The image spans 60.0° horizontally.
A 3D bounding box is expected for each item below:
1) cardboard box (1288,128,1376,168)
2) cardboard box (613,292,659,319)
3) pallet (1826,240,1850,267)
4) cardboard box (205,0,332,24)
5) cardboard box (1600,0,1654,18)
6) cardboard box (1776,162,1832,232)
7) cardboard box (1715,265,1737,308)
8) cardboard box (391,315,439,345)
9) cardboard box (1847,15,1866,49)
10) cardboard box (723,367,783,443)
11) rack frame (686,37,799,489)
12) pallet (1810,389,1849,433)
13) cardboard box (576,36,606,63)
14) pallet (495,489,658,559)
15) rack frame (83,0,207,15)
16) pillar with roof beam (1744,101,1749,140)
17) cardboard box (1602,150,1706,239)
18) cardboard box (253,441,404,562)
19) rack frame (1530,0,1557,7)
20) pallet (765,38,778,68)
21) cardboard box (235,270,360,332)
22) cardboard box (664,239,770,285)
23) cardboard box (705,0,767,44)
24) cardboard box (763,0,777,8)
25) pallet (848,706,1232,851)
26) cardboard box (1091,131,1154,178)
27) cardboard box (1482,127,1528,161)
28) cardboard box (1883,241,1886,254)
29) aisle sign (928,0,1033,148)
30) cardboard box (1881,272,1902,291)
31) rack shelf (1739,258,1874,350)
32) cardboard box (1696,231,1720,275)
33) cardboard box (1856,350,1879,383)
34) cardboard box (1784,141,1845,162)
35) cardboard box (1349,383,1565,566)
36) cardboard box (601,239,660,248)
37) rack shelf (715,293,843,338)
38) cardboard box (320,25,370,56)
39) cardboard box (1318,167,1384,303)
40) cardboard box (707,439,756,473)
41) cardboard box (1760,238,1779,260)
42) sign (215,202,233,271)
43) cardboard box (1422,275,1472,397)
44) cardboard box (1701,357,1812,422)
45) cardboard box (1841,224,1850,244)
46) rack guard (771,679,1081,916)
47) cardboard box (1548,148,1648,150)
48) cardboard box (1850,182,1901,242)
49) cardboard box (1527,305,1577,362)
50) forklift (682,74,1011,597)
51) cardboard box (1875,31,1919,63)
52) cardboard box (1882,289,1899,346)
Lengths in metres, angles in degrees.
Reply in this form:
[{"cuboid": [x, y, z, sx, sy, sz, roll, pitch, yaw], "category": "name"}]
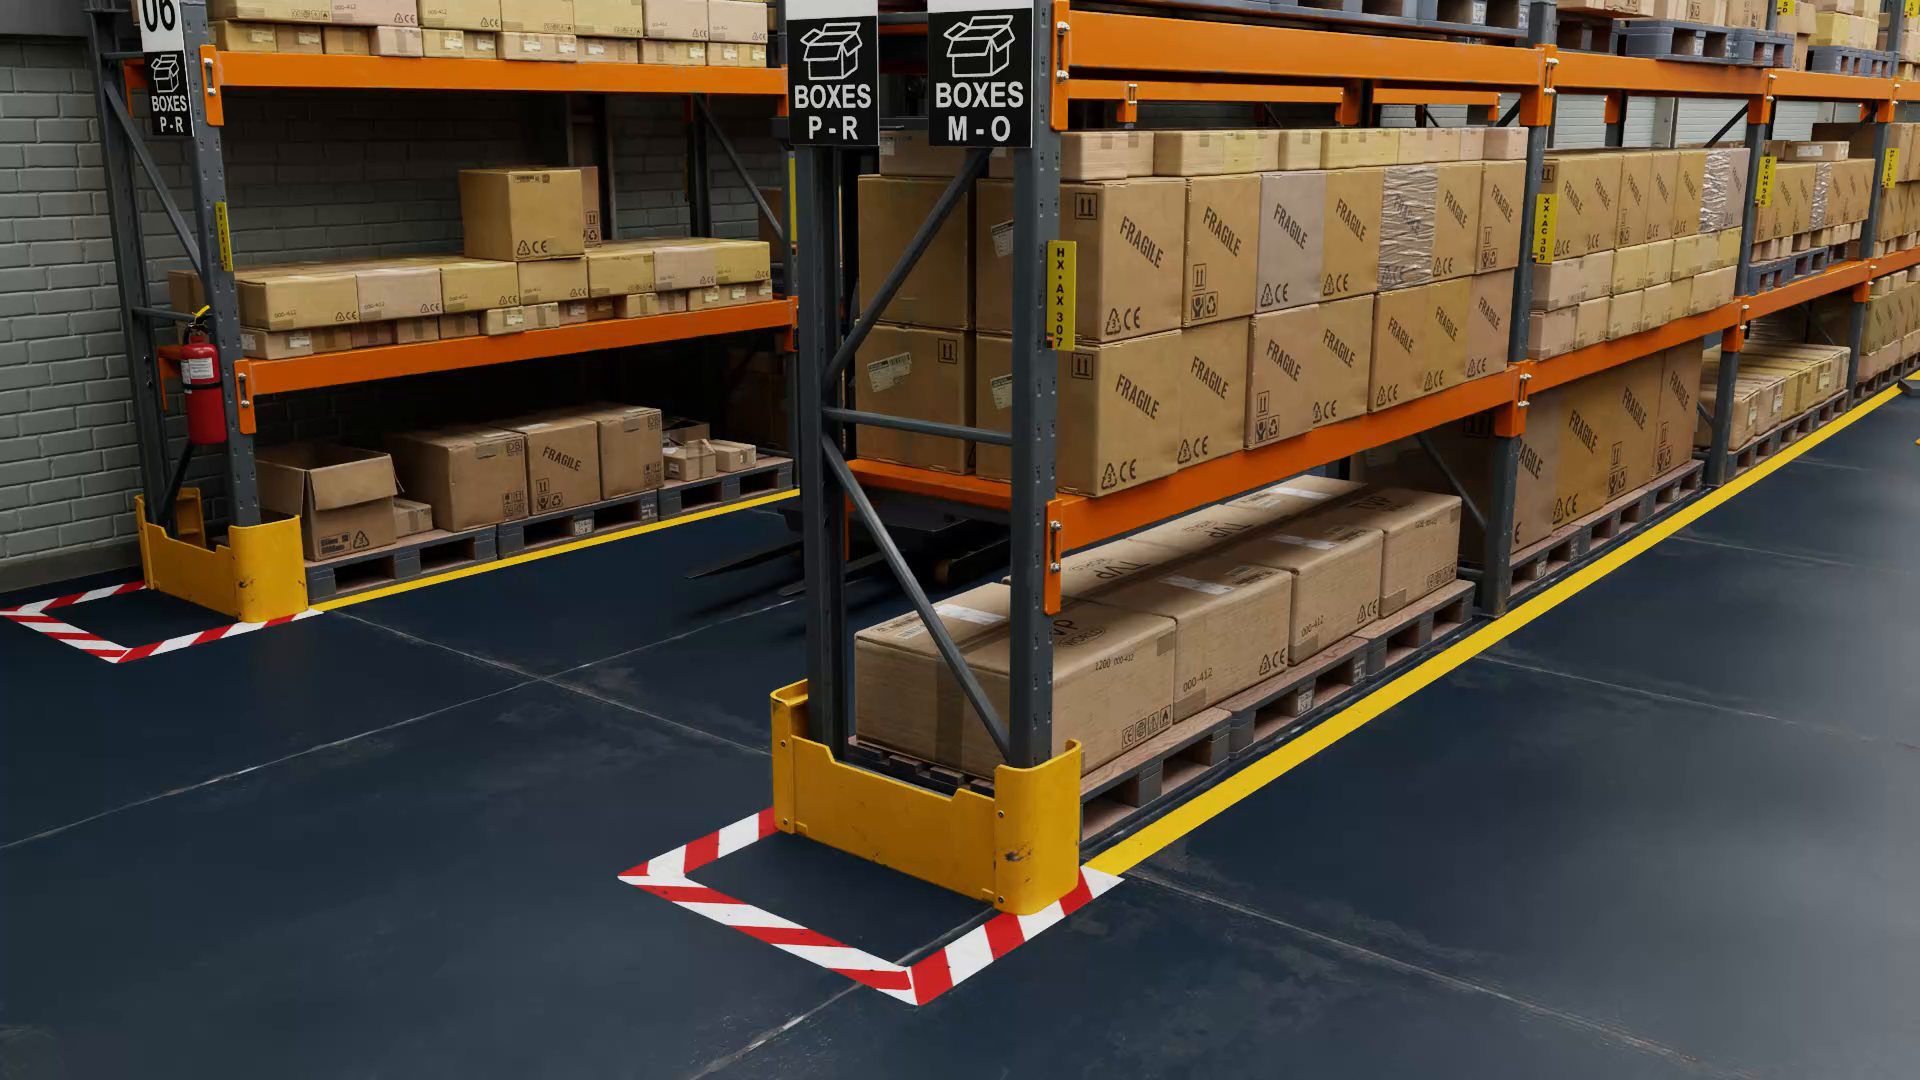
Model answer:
[{"cuboid": [1.449, -1.585, 6.719, 0.380, 0.149, 0.250, 11, 18, 38], "category": "cardboard box"}, {"cuboid": [-2.092, -1.470, 10.327, 0.380, 0.149, 0.250, 11, 18, 37], "category": "cardboard box"}, {"cuboid": [6.825, -2.446, 14.047, 1.003, 0.211, 1.213, 11, 18, 38], "category": "pallet"}, {"cuboid": [-3.495, -2.700, 8.266, 0.500, 0.250, 0.500, 11, 18, 37], "category": "cardboard box"}, {"cuboid": [3.458, -2.863, 8.829, 0.380, 0.166, 0.250, 10, 17, 34], "category": "cardboard box"}, {"cuboid": [6.338, -2.641, 12.767, 0.500, 0.500, 0.500, 10, 18, 35], "category": "cardboard box"}, {"cuboid": [4.789, -1.687, 10.975, 0.500, 0.250, 0.500, 10, 18, 36], "category": "cardboard box"}, {"cuboid": [-3.098, -1.181, 9.190, 0.380, 0.149, 0.250, 12, 19, 39], "category": "cardboard box"}, {"cuboid": [6.842, -4.017, 13.202, 0.500, 0.250, 0.500, 12, 18, 38], "category": "cardboard box"}, {"cuboid": [-1.394, -1.030, 12.308, 0.500, 0.500, 0.500, 11, 18, 37], "category": "cardboard box"}, {"cuboid": [-1.473, -1.898, 11.501, 1.000, 3.000, 0.127, 11, 18, 38], "category": "rack frame"}, {"cuboid": [6.930, -1.162, 14.267, 1.003, 0.211, 1.213, 11, 18, 38], "category": "pallet"}, {"cuboid": [-2.303, -2.877, 9.772, 0.380, 0.149, 0.250, 11, 18, 38], "category": "cardboard box"}, {"cuboid": [-2.671, -0.180, 10.404, 1.003, 0.211, 1.213, 11, 18, 38], "category": "pallet"}, {"cuboid": [-3.987, -4.039, 7.747, 1.000, 3.000, 0.127, 11, 18, 38], "category": "rack frame"}, {"cuboid": [19.592, -9.891, 30.780, 9.100, 9.000, 0.400, 11, 18, 38], "category": "pillar with roof beam"}, {"cuboid": [4.150, -2.096, 10.049, 0.500, 0.500, 0.500, 11, 18, 38], "category": "cardboard box"}, {"cuboid": [-3.528, -0.228, 9.145, 0.797, 0.503, 0.637, 10, 18, 35], "category": "cardboard box"}, {"cuboid": [2.391, -4.038, 7.742, 1.000, 3.000, 0.127, 11, 18, 38], "category": "rack frame"}, {"cuboid": [-1.008, -3.375, 11.604, 1.213, 0.211, 1.003, 11, 18, 38], "category": "pallet"}, {"cuboid": [-3.492, -1.248, 8.645, 0.500, 0.250, 0.500, 11, 18, 38], "category": "cardboard box"}, {"cuboid": [-1.603, -1.834, 10.951, 0.500, 0.250, 0.500, 12, 18, 39], "category": "cardboard box"}, {"cuboid": [-1.581, -3.292, 10.597, 0.500, 0.250, 0.500, 11, 18, 38], "category": "cardboard box"}, {"cuboid": [-1.375, -3.701, 11.359, 0.380, 0.149, 0.250, 11, 18, 37], "category": "cardboard box"}, {"cuboid": [0.318, 0.822, 6.459, 1.003, 0.211, 1.213, 11, 18, 38], "category": "pallet"}, {"cuboid": [0.424, -1.298, 5.589, 0.380, 0.149, 0.250, 12, 18, 39], "category": "cardboard box"}, {"cuboid": [2.445, -1.870, 7.839, 0.380, 0.149, 0.250, 11, 18, 36], "category": "cardboard box"}, {"cuboid": [8.128, -2.663, 15.025, 0.380, 0.149, 0.250, 11, 18, 37], "category": "cardboard box"}, {"cuboid": [0.057, -1.566, 4.914, 0.394, 0.787, 0.004, 11, 18, 38], "category": "aisle sign"}, {"cuboid": [8.446, -2.396, 15.352, 0.380, 0.149, 0.250, 12, 19, 40], "category": "cardboard box"}, {"cuboid": [6.162, -1.931, 13.092, 1.077, 0.370, 4.000, 11, 18, 38], "category": "rack shelf"}, {"cuboid": [4.478, -1.835, 10.544, 0.500, 0.250, 0.500, 11, 18, 36], "category": "cardboard box"}, {"cuboid": [7.999, -1.604, 15.078, 0.500, 0.250, 0.500, 10, 17, 35], "category": "cardboard box"}, {"cuboid": [6.727, -3.059, 13.097, 0.380, 0.149, 0.250, 10, 18, 35], "category": "cardboard box"}, {"cuboid": [2.718, -0.435, 9.206, 0.875, 0.875, 0.875, 12, 19, 39], "category": "cardboard box"}, {"cuboid": [-2.304, -1.819, 10.892, 0.500, 0.250, 0.500, 11, 18, 37], "category": "cardboard box"}, {"cuboid": [-0.216, -1.932, 13.097, 1.077, 0.370, 4.000, 11, 18, 38], "category": "rack shelf"}, {"cuboid": [-3.287, -2.590, 8.643, 0.380, 0.149, 0.250, 11, 18, 38], "category": "cardboard box"}, {"cuboid": [1.349, -1.241, 6.681, 0.500, 0.500, 0.500, 11, 18, 38], "category": "cardboard box"}, {"cuboid": [-1.594, -0.567, 11.202, 0.380, 0.149, 0.250, 11, 18, 36], "category": "cardboard box"}, {"cuboid": [5.665, -2.106, 11.978, 0.380, 0.149, 0.250, 10, 17, 34], "category": "cardboard box"}, {"cuboid": [-3.564, -1.467, 8.049, 0.100, 0.325, 0.005, 11, 18, 38], "category": "sign"}, {"cuboid": [1.979, -0.951, 7.571, 0.500, 0.500, 0.500, 11, 18, 36], "category": "cardboard box"}, {"cuboid": [6.206, -1.220, 13.317, 0.950, 0.372, 0.625, 12, 19, 39], "category": "cardboard box"}, {"cuboid": [6.996, -2.500, 13.530, 0.380, 0.149, 0.250, 11, 18, 37], "category": "cardboard box"}, {"cuboid": [-0.139, 0.852, 5.755, 1.175, 0.500, 0.348, 11, 18, 38], "category": "rack guard"}, {"cuboid": [4.100, -2.276, 10.758, 0.500, 0.500, 0.500, 11, 18, 38], "category": "cardboard box"}, {"cuboid": [7.912, -2.896, 14.624, 0.500, 0.500, 0.500, 11, 18, 37], "category": "cardboard box"}, {"cuboid": [2.872, -1.101, 8.670, 0.500, 0.250, 0.500, 11, 18, 36], "category": "cardboard box"}, {"cuboid": [-0.333, -1.290, 9.249, 1.130, 2.935, 3.031, 9, 17, 31], "category": "forklift"}, {"cuboid": [7.908, -4.230, 14.289, 0.500, 0.250, 0.500, 11, 18, 36], "category": "cardboard box"}, {"cuboid": [8.327, -2.072, 15.397, 0.500, 0.500, 0.500, 12, 19, 40], "category": "cardboard box"}]
